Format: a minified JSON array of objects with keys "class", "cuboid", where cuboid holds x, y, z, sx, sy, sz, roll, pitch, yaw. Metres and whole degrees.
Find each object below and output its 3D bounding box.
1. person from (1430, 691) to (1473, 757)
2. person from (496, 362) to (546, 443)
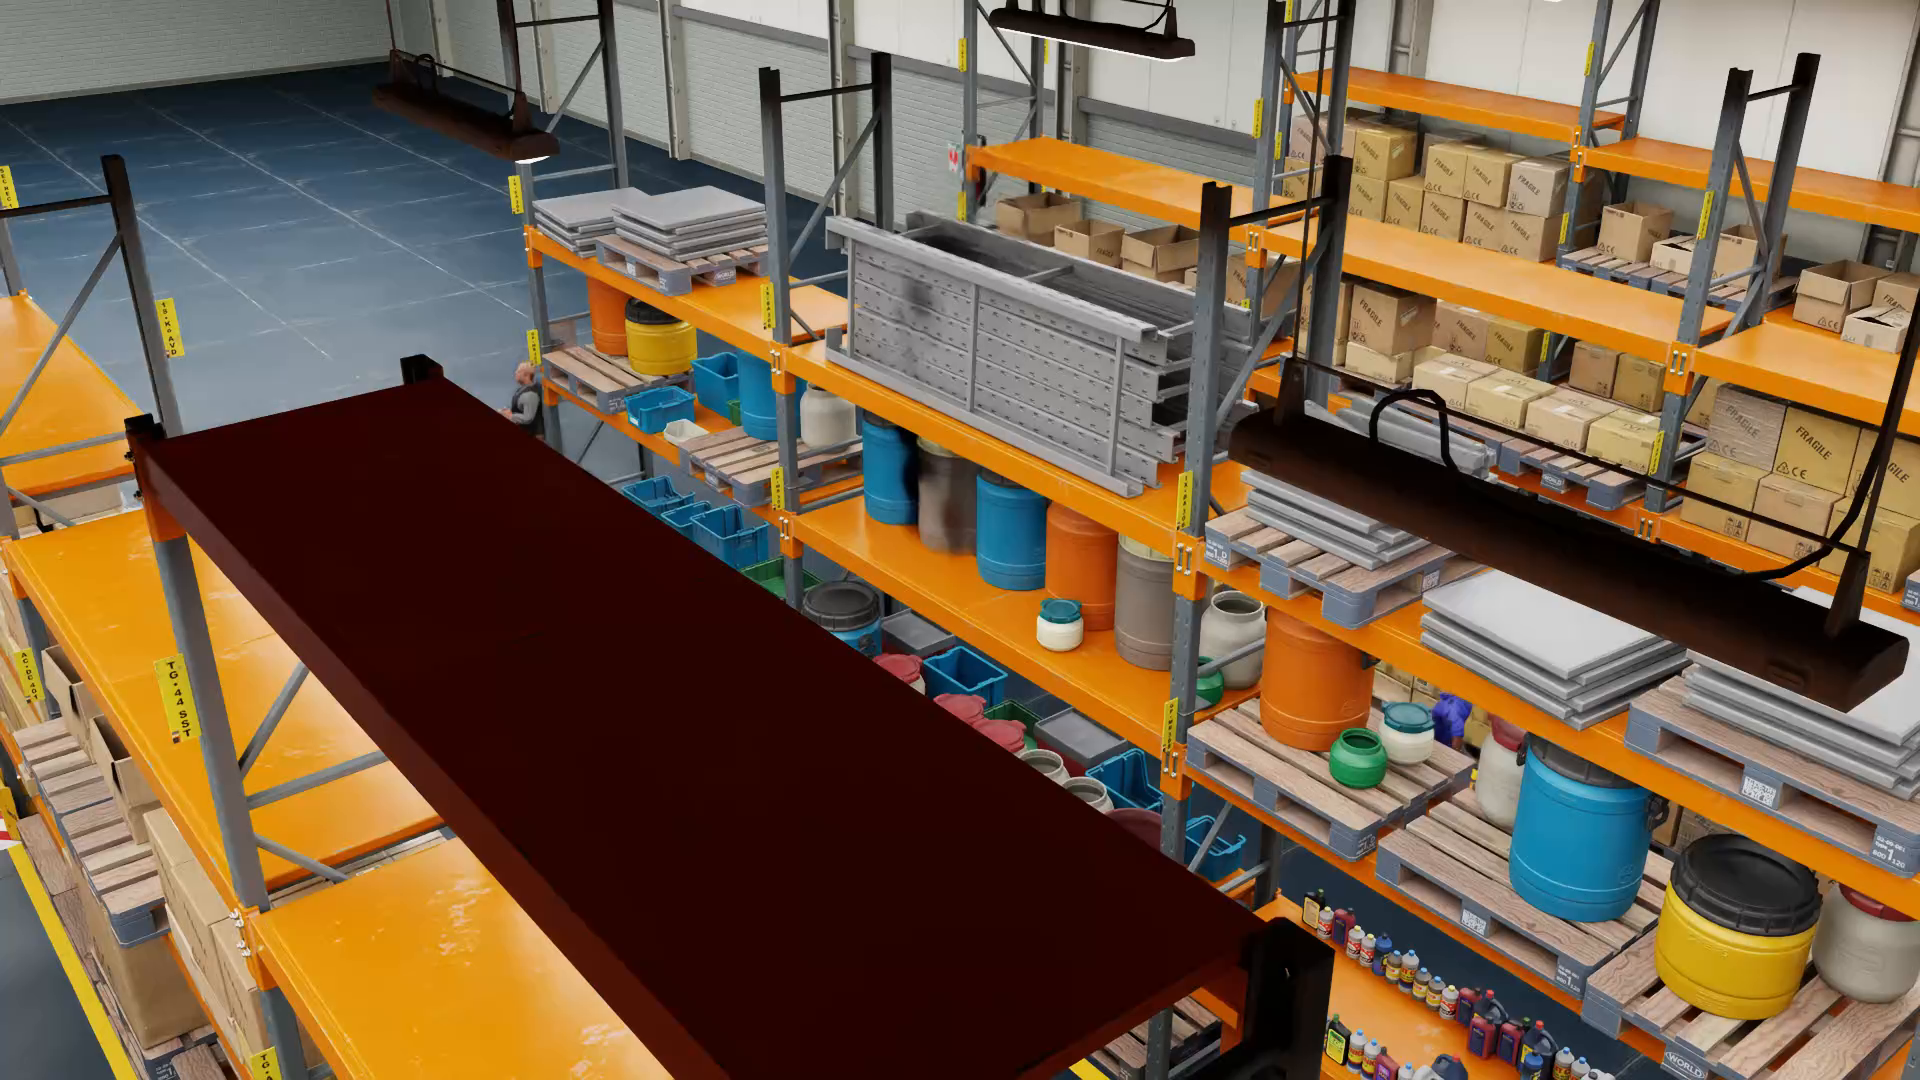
[{"class":"person","cuboid":[3.533,1.651,12.361,0.652,1.681,0.569,22,33,37]},{"class":"person","cuboid":[-4.822,-1.192,18.725,0.958,1.699,0.663,-7,27,-14]}]
